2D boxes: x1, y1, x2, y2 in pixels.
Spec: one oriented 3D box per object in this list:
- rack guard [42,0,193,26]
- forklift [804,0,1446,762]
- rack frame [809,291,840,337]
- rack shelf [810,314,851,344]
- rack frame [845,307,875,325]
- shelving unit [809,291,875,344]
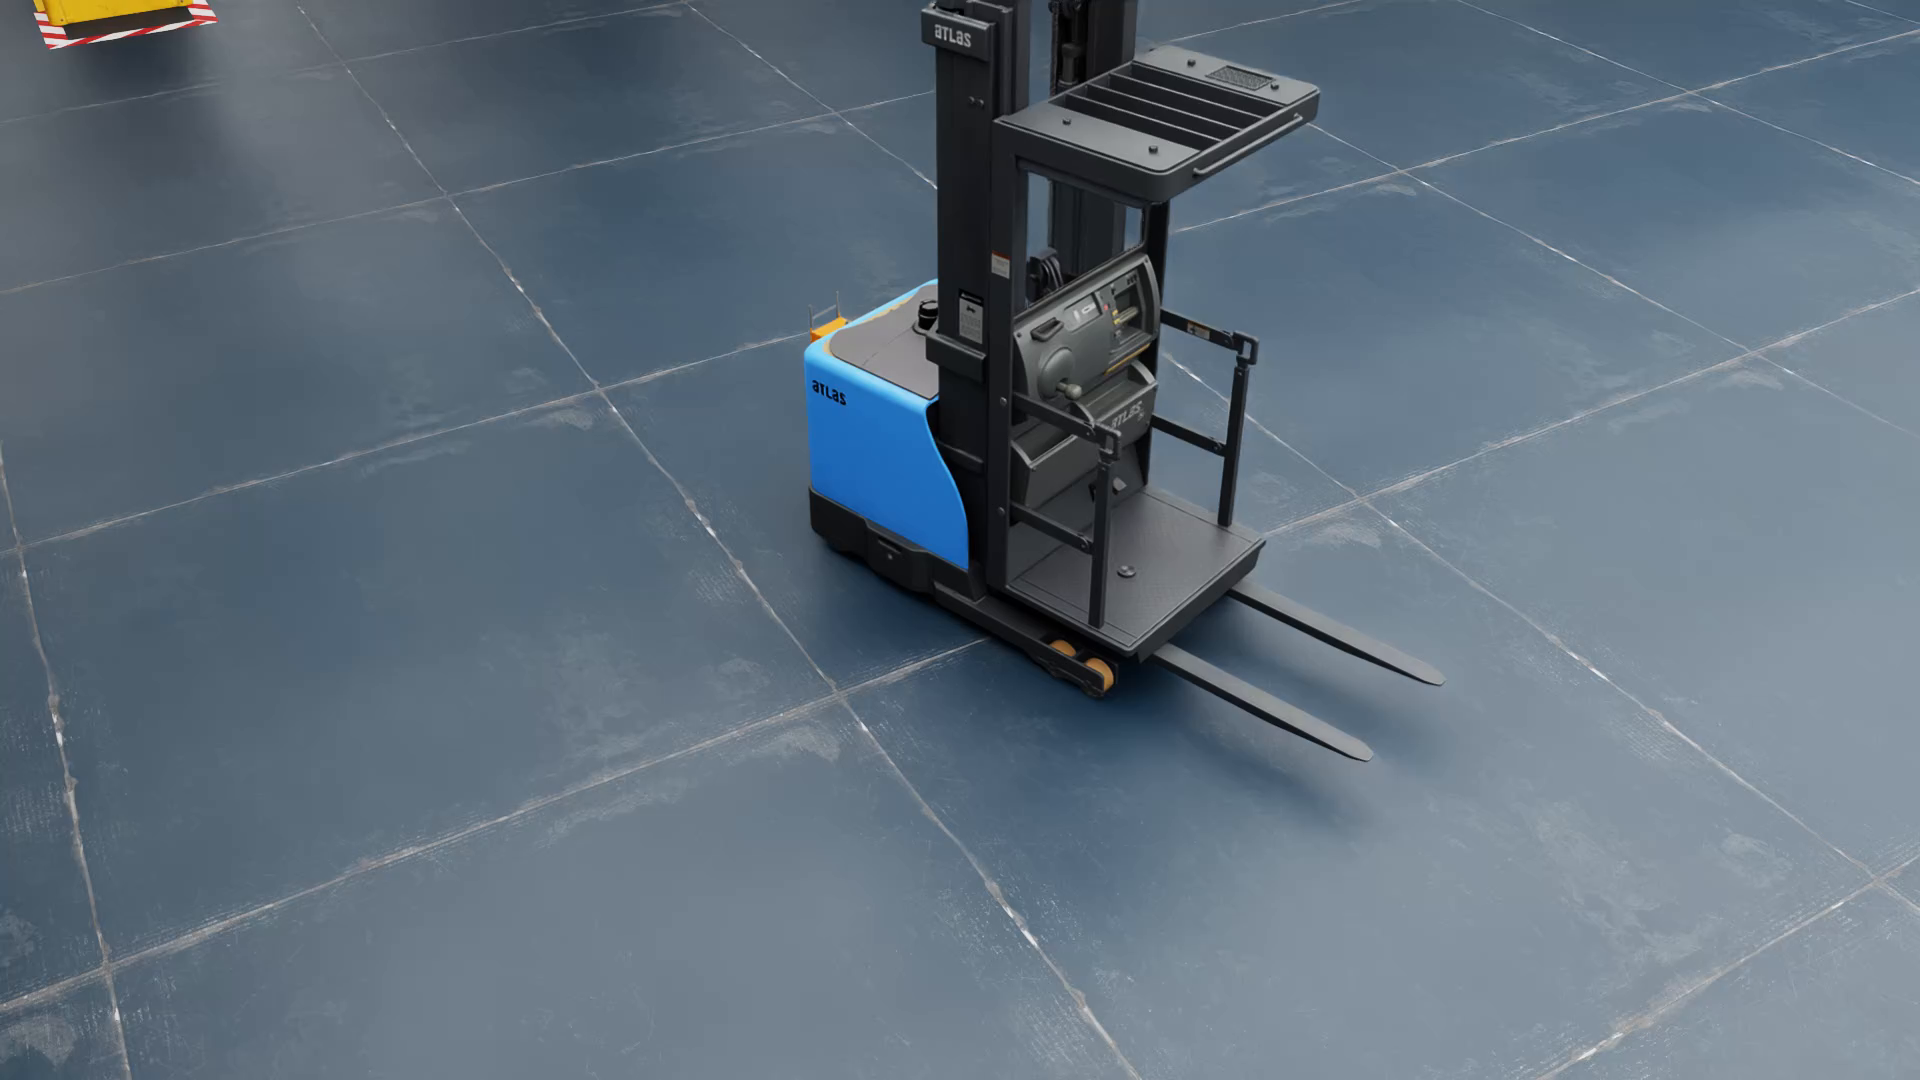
[{"bbox_3d":[-7.387,-4.872,14.497,1.175,0.500,0.348,-19,40,-24],"label":"rack guard"},{"bbox_3d":[0.706,-0.849,6.927,3.031,2.935,1.130,27,44,32],"label":"forklift"},{"bbox_3d":[-0.662,-0.749,8.386,0.008,1.050,0.200,27,44,32],"label":"rack frame"},{"bbox_3d":[-0.570,-0.923,8.160,0.240,0.259,0.215,27,44,32],"label":"rack shelf"},{"bbox_3d":[-0.477,-0.655,8.257,0.008,1.050,0.200,27,44,32],"label":"rack frame"},{"bbox_3d":[-0.570,-0.702,8.321,0.252,1.050,0.215,27,44,32],"label":"shelving unit"}]
